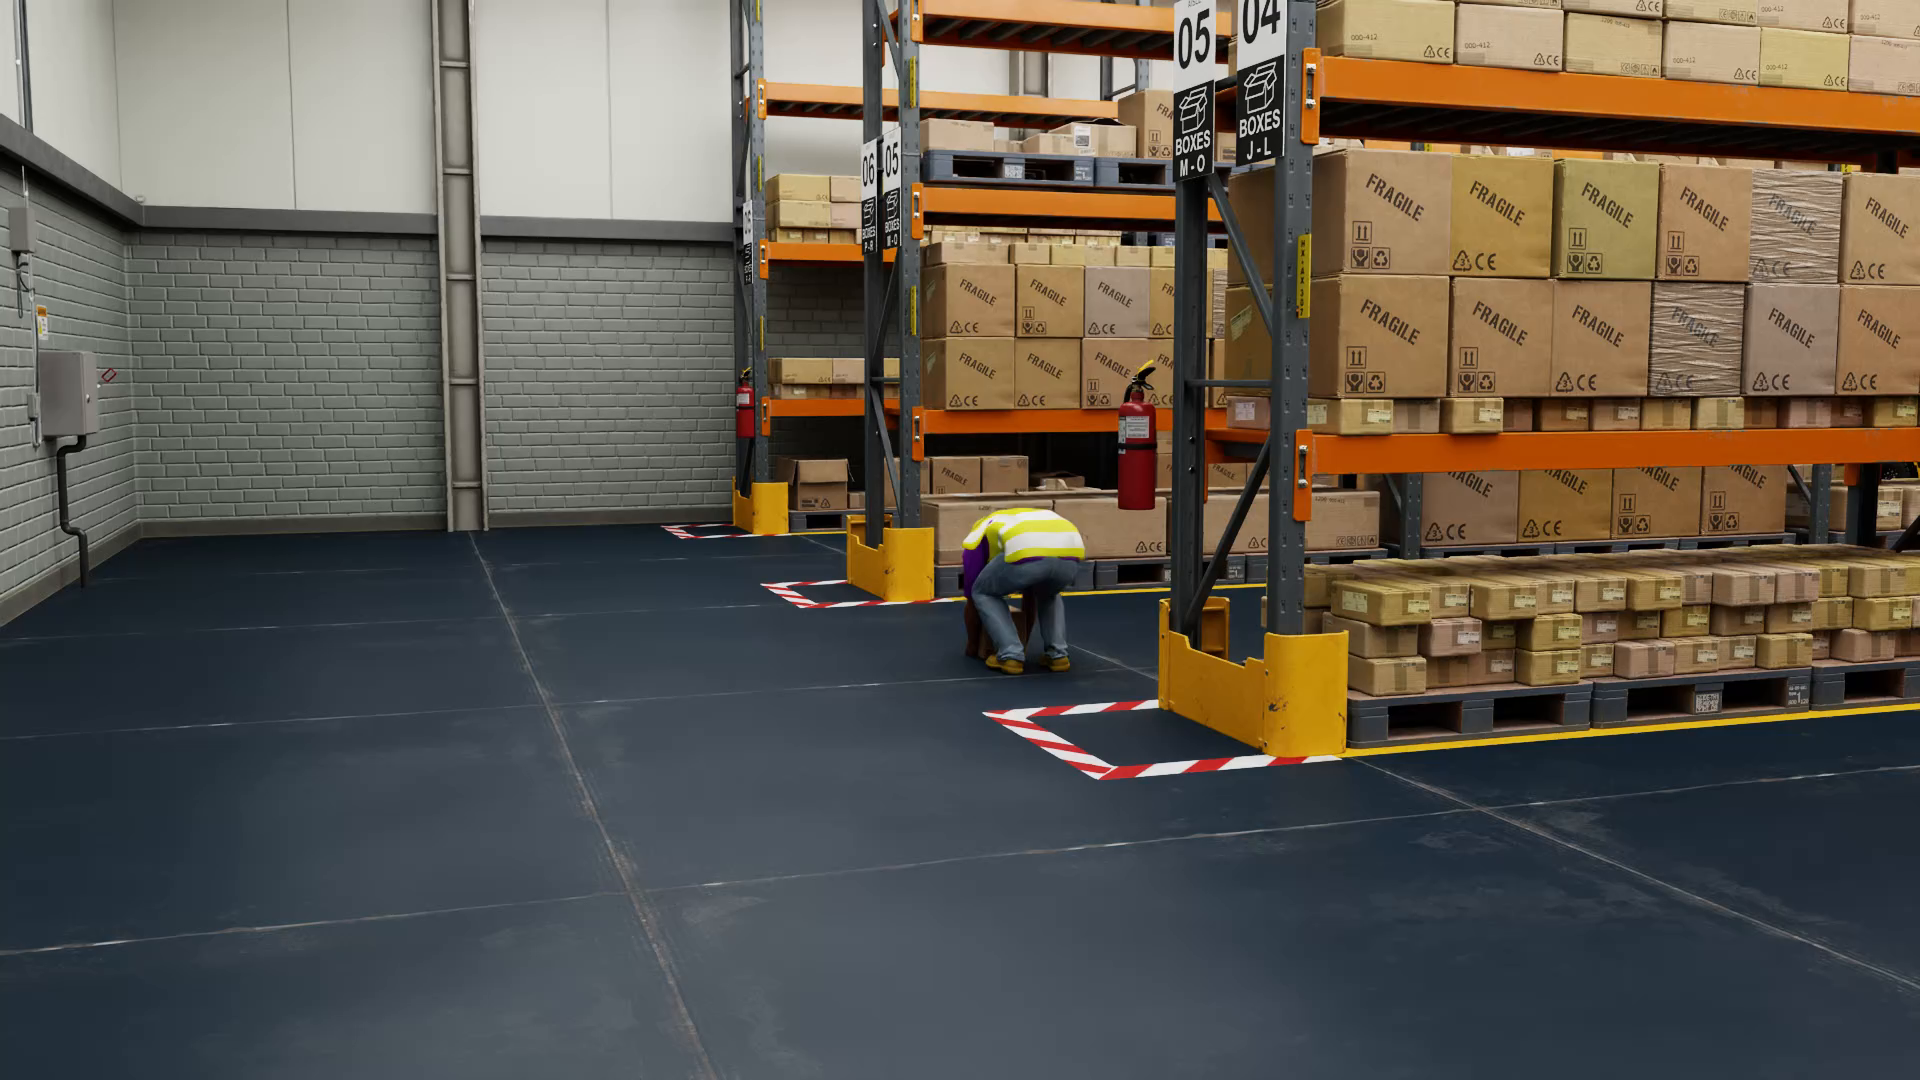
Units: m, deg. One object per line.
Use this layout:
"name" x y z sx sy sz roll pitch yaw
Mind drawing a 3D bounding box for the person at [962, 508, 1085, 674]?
"person" 0.297 0.255 8.888 0.517 0.862 0.980 -2 6 -21
